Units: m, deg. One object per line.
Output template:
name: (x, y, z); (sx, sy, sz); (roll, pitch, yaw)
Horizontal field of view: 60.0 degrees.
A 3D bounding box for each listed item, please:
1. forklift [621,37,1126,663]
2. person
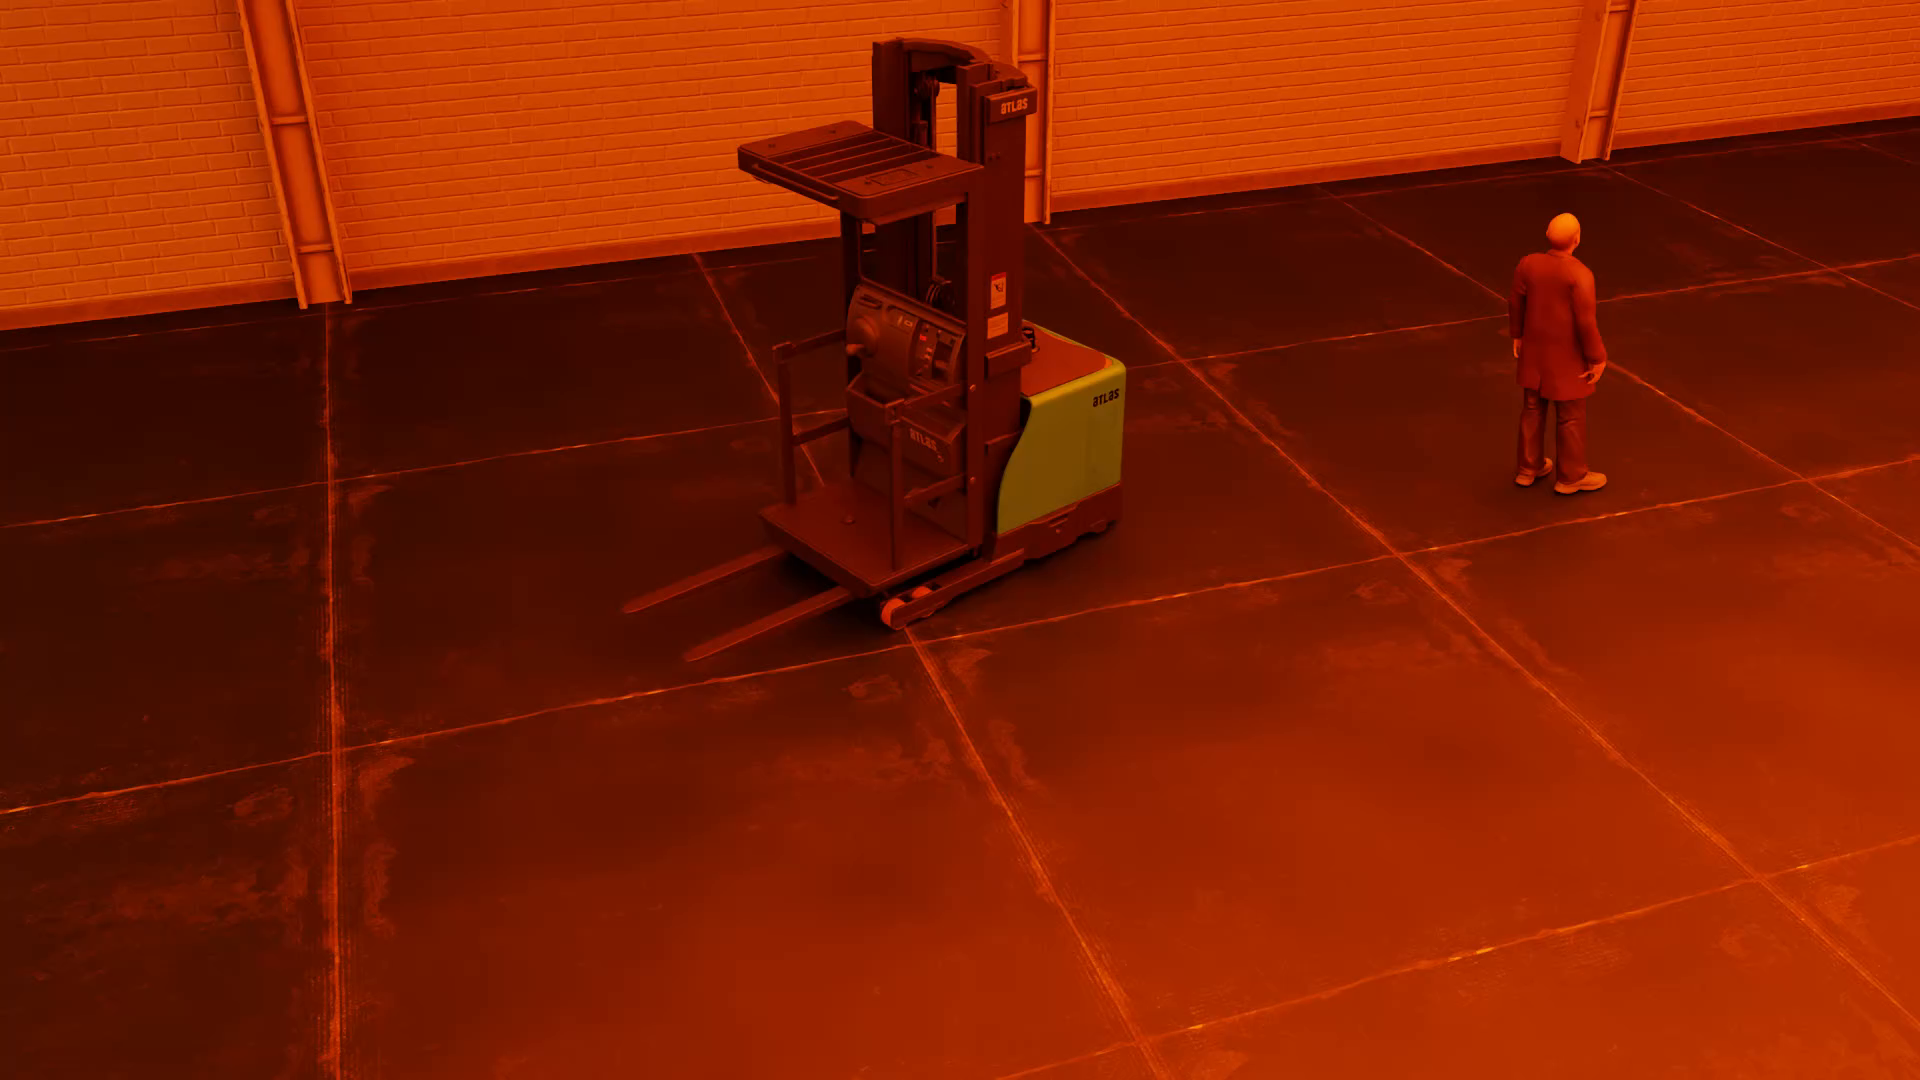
forklift: (-0.461, -1.072, 8.951); (3.031, 2.935, 1.130); (-23, 37, -34)
person: (3.724, -1.171, 10.264); (0.579, 1.778, 0.696); (-18, 35, -29)
